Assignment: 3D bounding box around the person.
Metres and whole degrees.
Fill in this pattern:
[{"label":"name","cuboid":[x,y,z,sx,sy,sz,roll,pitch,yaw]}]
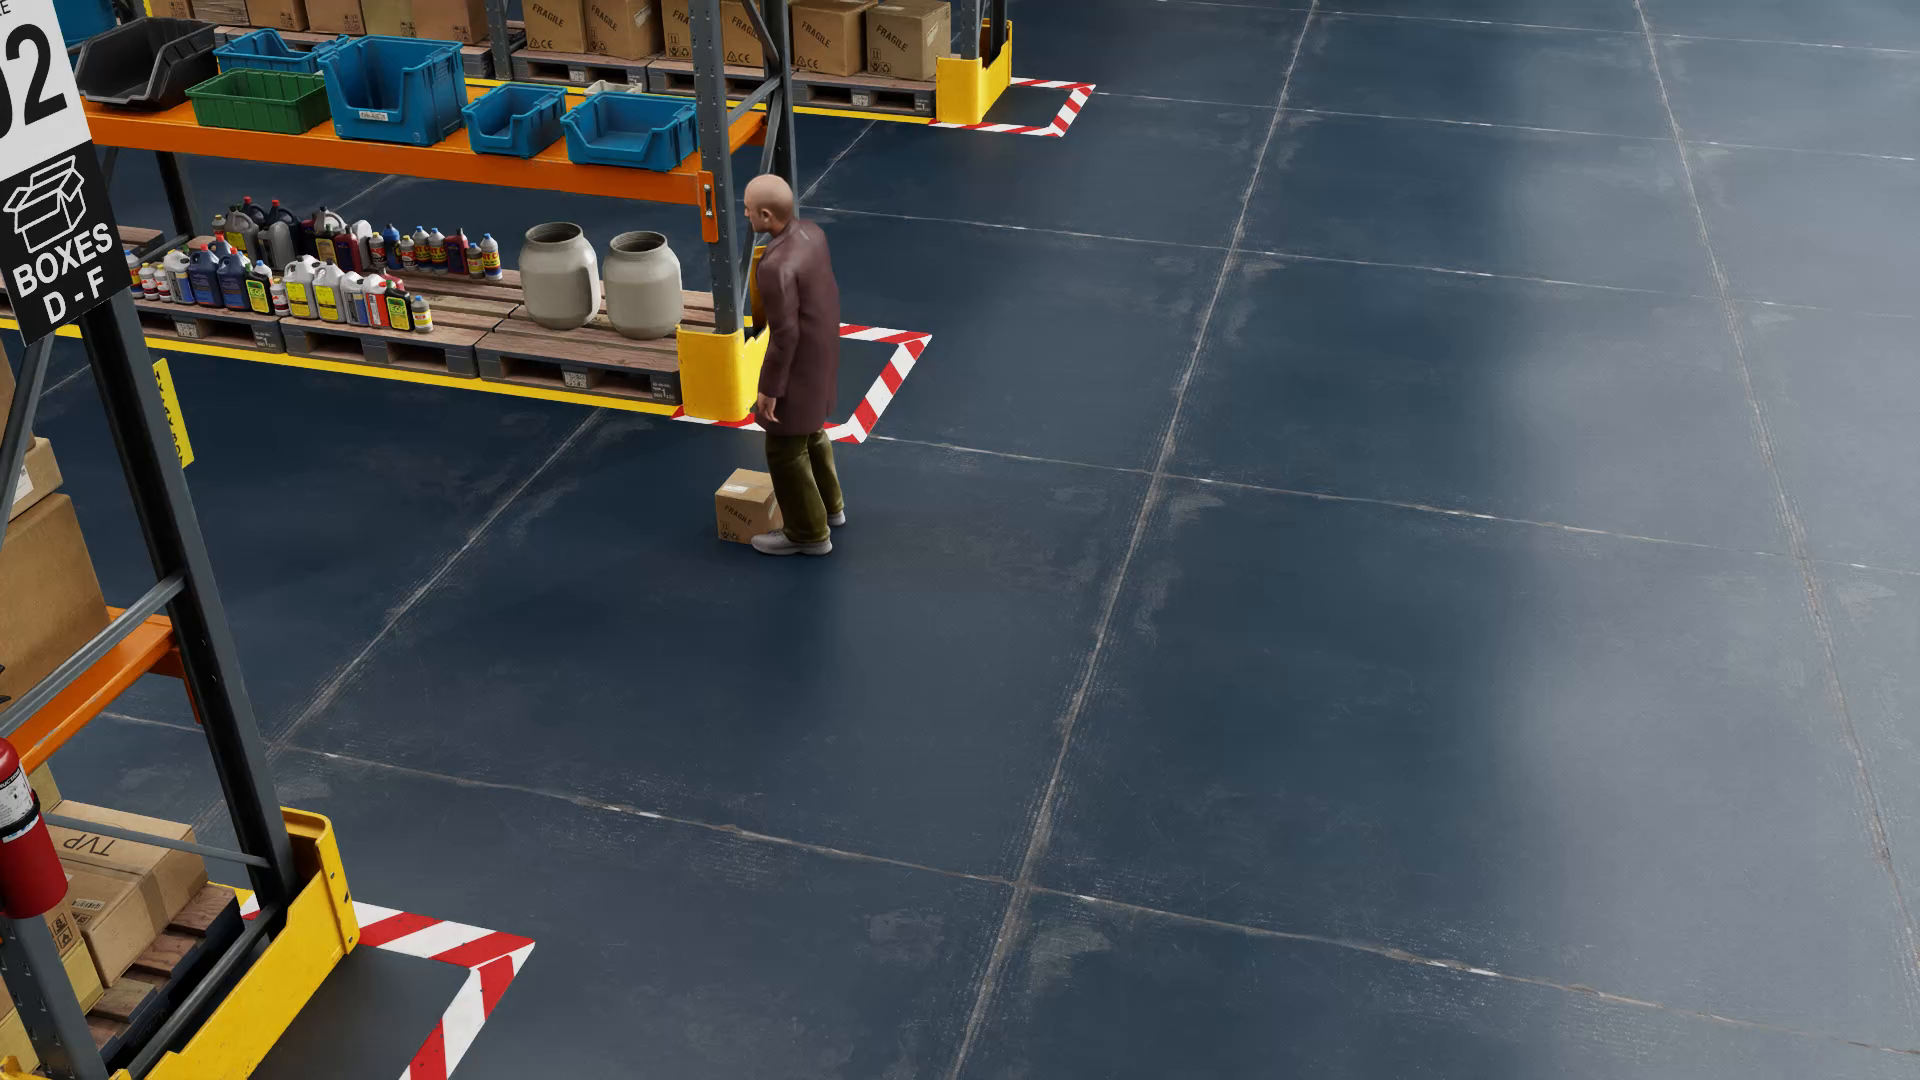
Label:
[{"label":"person","cuboid":[-0.735,-0.686,7.403,0.419,1.592,0.647,8,33,12]}]
